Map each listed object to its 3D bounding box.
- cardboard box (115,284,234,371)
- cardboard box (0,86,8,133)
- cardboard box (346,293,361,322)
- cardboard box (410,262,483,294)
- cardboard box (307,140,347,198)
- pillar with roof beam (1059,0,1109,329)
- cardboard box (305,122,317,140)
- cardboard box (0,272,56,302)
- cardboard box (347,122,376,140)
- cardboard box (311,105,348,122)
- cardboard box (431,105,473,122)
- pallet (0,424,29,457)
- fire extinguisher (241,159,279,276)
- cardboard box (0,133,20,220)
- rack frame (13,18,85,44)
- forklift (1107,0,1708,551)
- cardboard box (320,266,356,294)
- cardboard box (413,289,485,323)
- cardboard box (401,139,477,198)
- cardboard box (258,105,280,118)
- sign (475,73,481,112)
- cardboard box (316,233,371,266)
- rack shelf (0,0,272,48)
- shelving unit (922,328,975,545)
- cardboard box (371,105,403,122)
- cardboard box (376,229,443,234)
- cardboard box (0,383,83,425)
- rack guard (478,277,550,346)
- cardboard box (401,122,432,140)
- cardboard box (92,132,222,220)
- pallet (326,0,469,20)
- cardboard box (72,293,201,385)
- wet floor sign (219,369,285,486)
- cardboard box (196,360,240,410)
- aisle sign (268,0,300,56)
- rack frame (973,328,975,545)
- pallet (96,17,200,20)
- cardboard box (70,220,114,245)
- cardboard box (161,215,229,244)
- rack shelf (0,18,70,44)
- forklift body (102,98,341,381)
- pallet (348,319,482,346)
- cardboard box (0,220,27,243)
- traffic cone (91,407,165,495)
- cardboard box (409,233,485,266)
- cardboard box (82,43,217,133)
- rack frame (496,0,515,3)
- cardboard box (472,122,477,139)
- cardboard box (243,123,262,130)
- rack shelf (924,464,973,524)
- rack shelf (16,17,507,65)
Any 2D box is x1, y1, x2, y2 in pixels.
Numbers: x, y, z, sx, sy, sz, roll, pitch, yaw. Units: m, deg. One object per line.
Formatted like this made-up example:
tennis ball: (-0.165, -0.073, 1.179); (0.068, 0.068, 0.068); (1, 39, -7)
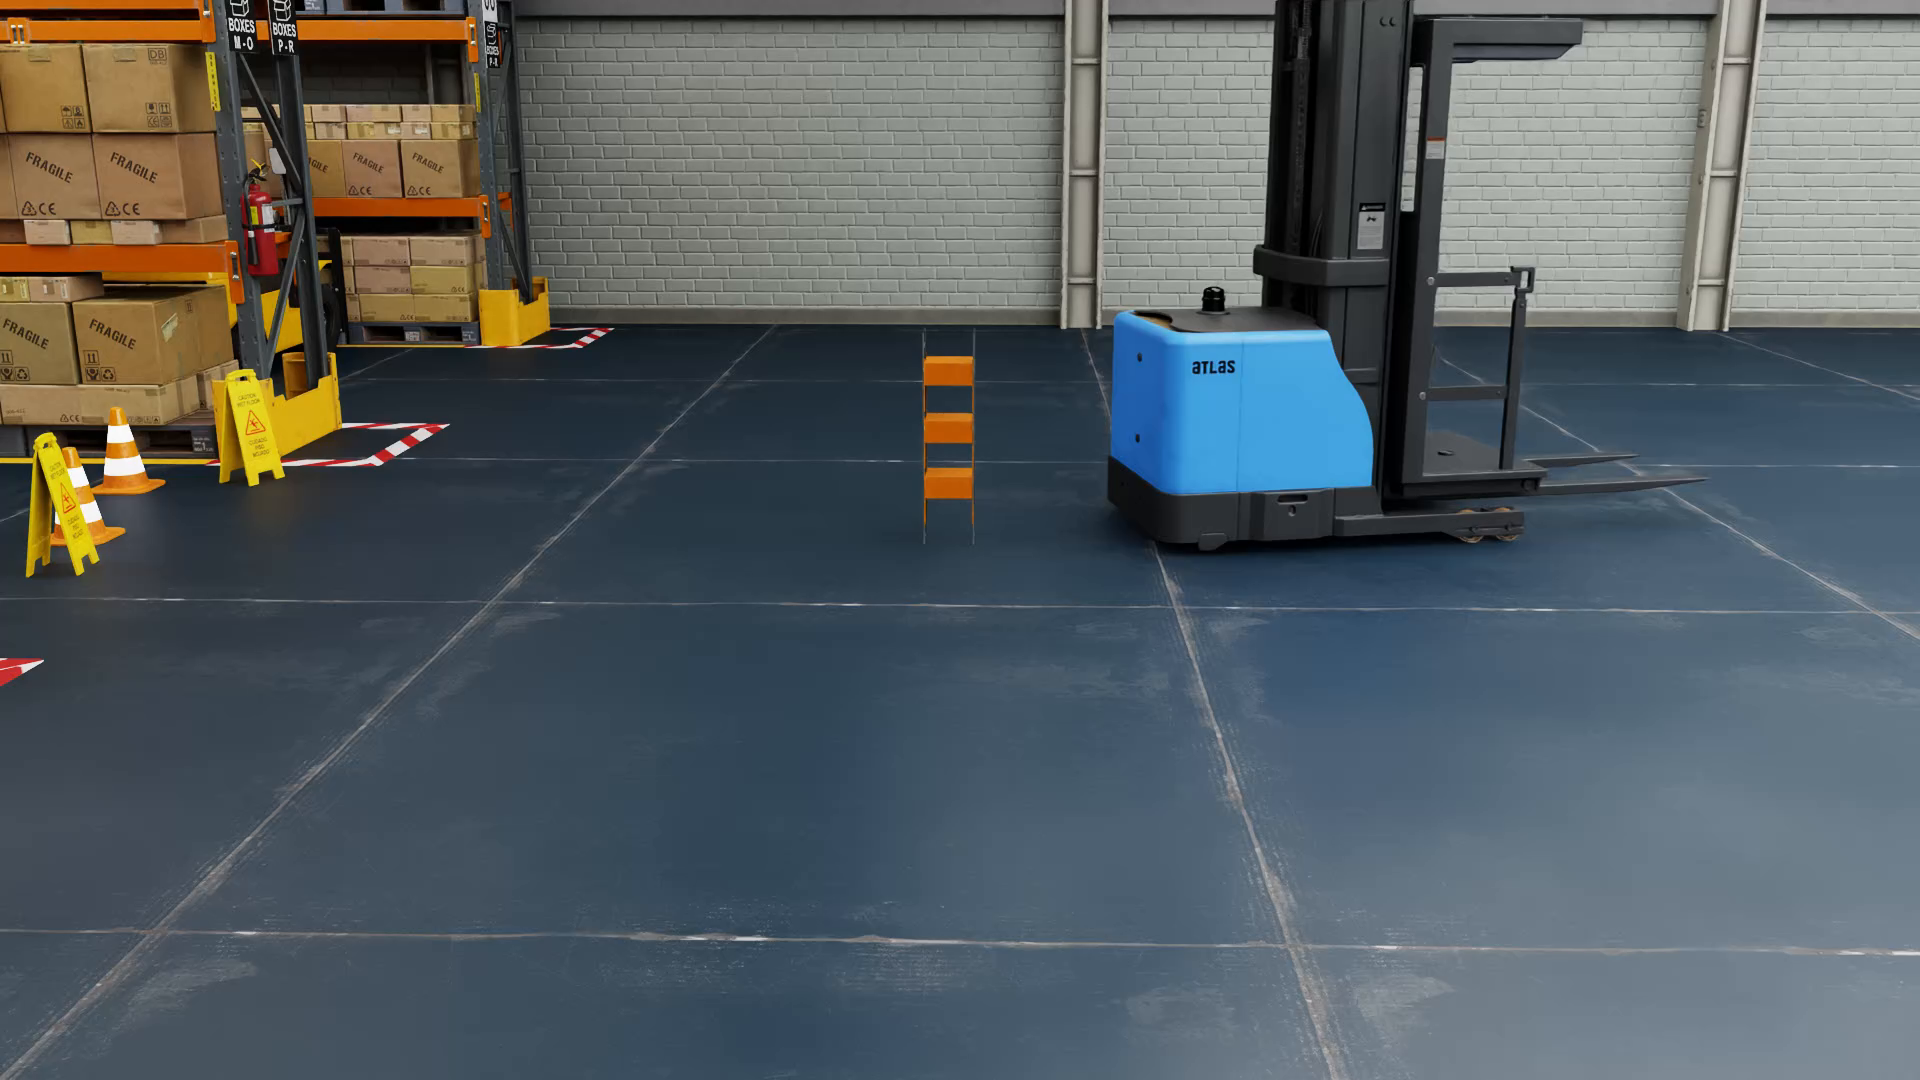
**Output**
cardboard box: (-5.096, -1.384, 10.803); (0.500, 0.500, 0.500); (0, 15, 0)
cardboard box: (-5.808, -2.678, 9.870); (0.500, 0.500, 0.700); (0, 15, 1)
cardboard box: (-5.625, -2.145, 15.158); (0.500, 0.250, 0.500); (1, 15, 2)
cardboard box: (-4.645, -2.377, 15.055); (0.500, 0.250, 0.500); (0, 15, 1)
cardboard box: (-5.679, -3.332, 14.892); (0.500, 0.500, 0.500); (0, 15, 0)
pillar with roof beam: (1.065, -5.336, 10.926); (0.400, 9.000, 9.100); (0, 15, 1)
cardboard box: (-5.787, -3.633, 14.762); (0.250, 0.149, 0.380); (0, 15, 2)
cardboard box: (-5.701, -1.548, 10.154); (0.250, 0.149, 0.380); (1, 15, 2)
cardboard box: (-5.265, -3.647, 14.814); (0.250, 0.149, 0.380); (0, 15, 1)
cardboard box: (-5.533, -3.775, 14.717); (0.250, 0.149, 0.380); (1, 15, 3)
cardboard box: (-4.514, -3.792, 14.784); (0.250, 0.149, 0.380); (0, 15, 2)
pallet: (-6.377, -0.747, 10.759); (1.213, 0.211, 1.003); (0, 15, 1)
fire extinguisher: (-4.171, -1.916, 9.876); (0.183, 0.674, 0.296); (0, 15, 1)
cardboard box: (-5.823, -2.206, 10.043); (0.500, 0.500, 0.500); (0, 15, 1)
rack frame: (-8.149, -3.364, 15.211); (0.127, 3.000, 1.000); (0, 15, 1)
forklift: (2.356, -1.531, 8.396); (3.031, 2.935, 1.130); (-3, 15, -11)
cardboard box: (-5.662, -2.381, 15.070); (0.500, 0.250, 0.500); (0, 15, 0)
cardboard box: (-4.628, -2.134, 15.115); (0.500, 0.250, 0.500); (0, 15, 2)
cardboard box: (-4.649, -3.323, 14.857); (0.500, 0.500, 0.500); (0, 15, 0)
cardboard box: (-6.047, -3.801, 14.816); (0.250, 0.149, 0.380); (1, 15, 2)
sign: (-4.178, -3.874, 14.410); (0.005, 0.325, 0.100); (0, 15, 1)
cardboard box: (-5.634, -2.621, 15.001); (0.500, 0.250, 0.500); (1, 15, 2)
rack shelf: (-6.273, -3.188, 10.072); (4.000, 0.370, 1.077); (0, 15, 1)
shelving unit: (-0.053, -0.508, 8.207); (0.252, 1.050, 0.215); (0, 15, 1)
cardboard box: (-5.023, -3.781, 14.740); (0.250, 0.149, 0.380); (1, 15, 3)
cardboard box: (-5.125, -2.749, 15.485); (0.500, 0.250, 0.500); (0, 15, 2)
cardboard box: (-5.606, -0.888, 10.391); (0.500, 0.250, 0.500); (0, 15, 2)
rack guard: (-4.126, -2.129, 15.430); (0.348, 0.500, 1.175); (0, 15, 1)
cardboard box: (-4.760, -3.625, 14.732); (0.250, 0.149, 0.380); (1, 15, 2)
cardboard box: (-4.823, -2.198, 10.010); (0.500, 0.500, 0.500); (0, 15, 0)
pallet: (-4.856, -4.757, 14.783); (1.213, 0.211, 1.003); (0, 15, 1)
cardboard box: (-5.081, -1.247, 10.283); (0.500, 0.500, 0.500); (0, 15, 2)
wet floor sign: (-4.111, -0.660, 9.575); (0.232, 0.644, 0.267); (6, 16, 21)
cardboard box: (-5.073, -1.021, 10.898); (0.500, 0.250, 0.500); (0, 15, 1)
aisle sign: (-4.203, -3.408, 10.280); (0.004, 0.787, 0.394); (0, 15, 1)
rack frame: (0.068, -0.507, 8.204); (0.008, 1.050, 0.200); (0, 15, 1)
pallet: (-7.296, -4.773, 14.843); (1.213, 0.211, 1.003); (0, 15, 1)
cardboard box: (-5.164, -1.879, 10.074); (0.250, 0.149, 0.380); (0, 15, 0)
cardboard box: (-4.653, -1.899, 10.148); (0.250, 0.149, 0.380); (1, 15, 3)
rack shelf: (-10.148, -4.480, 14.969); (4.000, 0.370, 1.077); (0, 15, 1)
forklift body: (-6.092, -2.475, 13.504); (1.214, 2.155, 2.313); (0, 15, 1)
pallet: (-4.916, -1.984, 15.446); (1.213, 0.211, 1.003); (0, 15, 1)
cardboard box: (-5.675, -1.911, 10.194); (0.250, 0.149, 0.380); (1, 15, 2)
traffic cone: (-4.736, -0.519, 9.401); (0.334, 0.463, 0.336); (0, 15, 1)
cardboard box: (-4.618, -2.618, 14.991); (0.500, 0.250, 0.500); (1, 15, 3)
cardboard box: (-4.789, -2.695, 9.937); (0.500, 0.500, 0.700); (0, 15, 0)
rack frame: (-4.150, -6.239, 14.347); (0.127, 3.000, 1.000); (0, 15, 1)
cardboard box: (-4.483, -3.768, 15.276); (0.250, 0.149, 0.380); (0, 15, 0)
cardboard box: (-6.292, -3.642, 14.796); (0.250, 0.149, 0.380); (0, 15, 0)
rack shelf: (-0.053, -0.229, 8.281); (0.240, 0.259, 0.215); (0, 15, 1)
rack shelf: (-6.149, -4.454, 14.870); (4.000, 0.370, 1.077); (0, 15, 1)
